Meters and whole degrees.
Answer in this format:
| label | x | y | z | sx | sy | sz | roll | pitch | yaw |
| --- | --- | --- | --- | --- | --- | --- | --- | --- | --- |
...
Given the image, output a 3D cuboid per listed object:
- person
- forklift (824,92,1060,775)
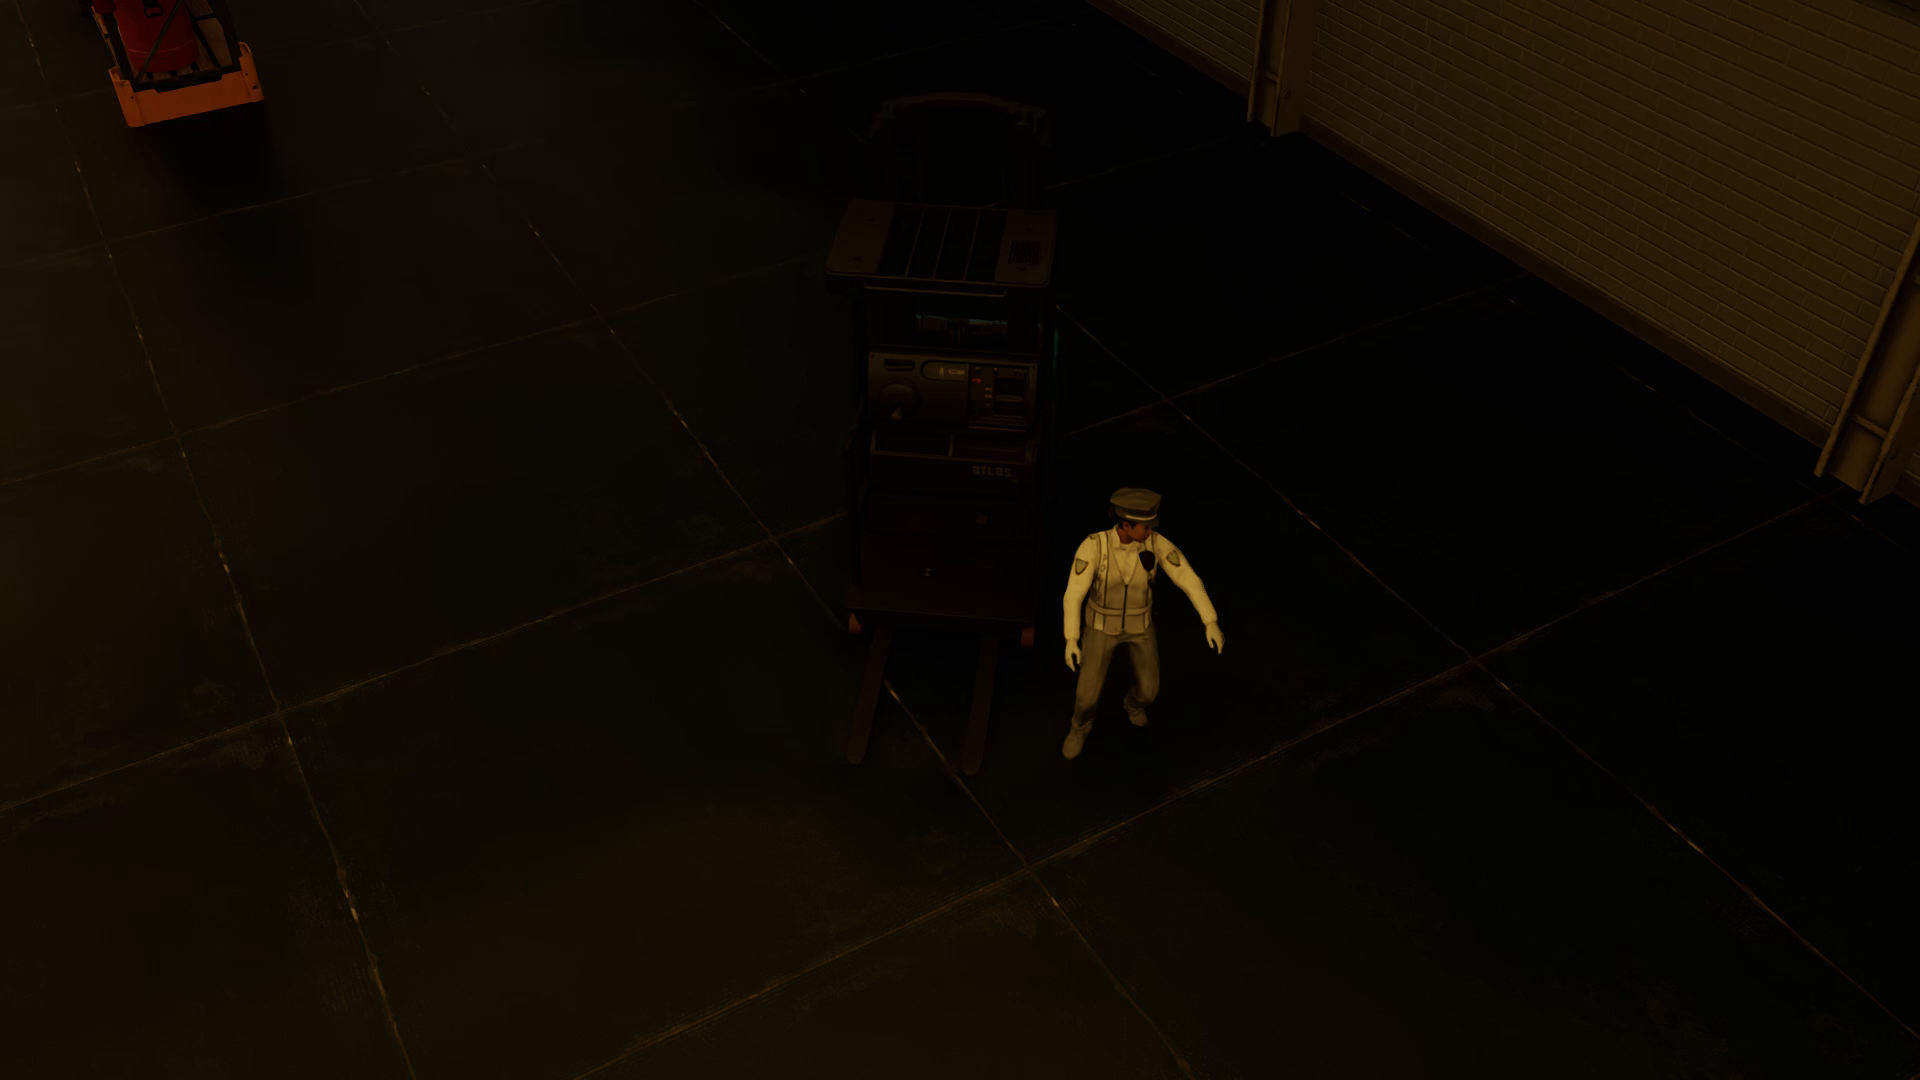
| label | x | y | z | sx | sy | sz | roll | pitch | yaw |
| --- | --- | --- | --- | --- | --- | --- | --- | --- | --- |
| person | 0.910 | 0.504 | 8.578 | 0.810 | 1.614 | 0.615 | -2 | 40 | -3 |
| forklift | -0.065 | -0.739 | 8.928 | 1.130 | 2.935 | 3.031 | 4 | 40 | 5 |
